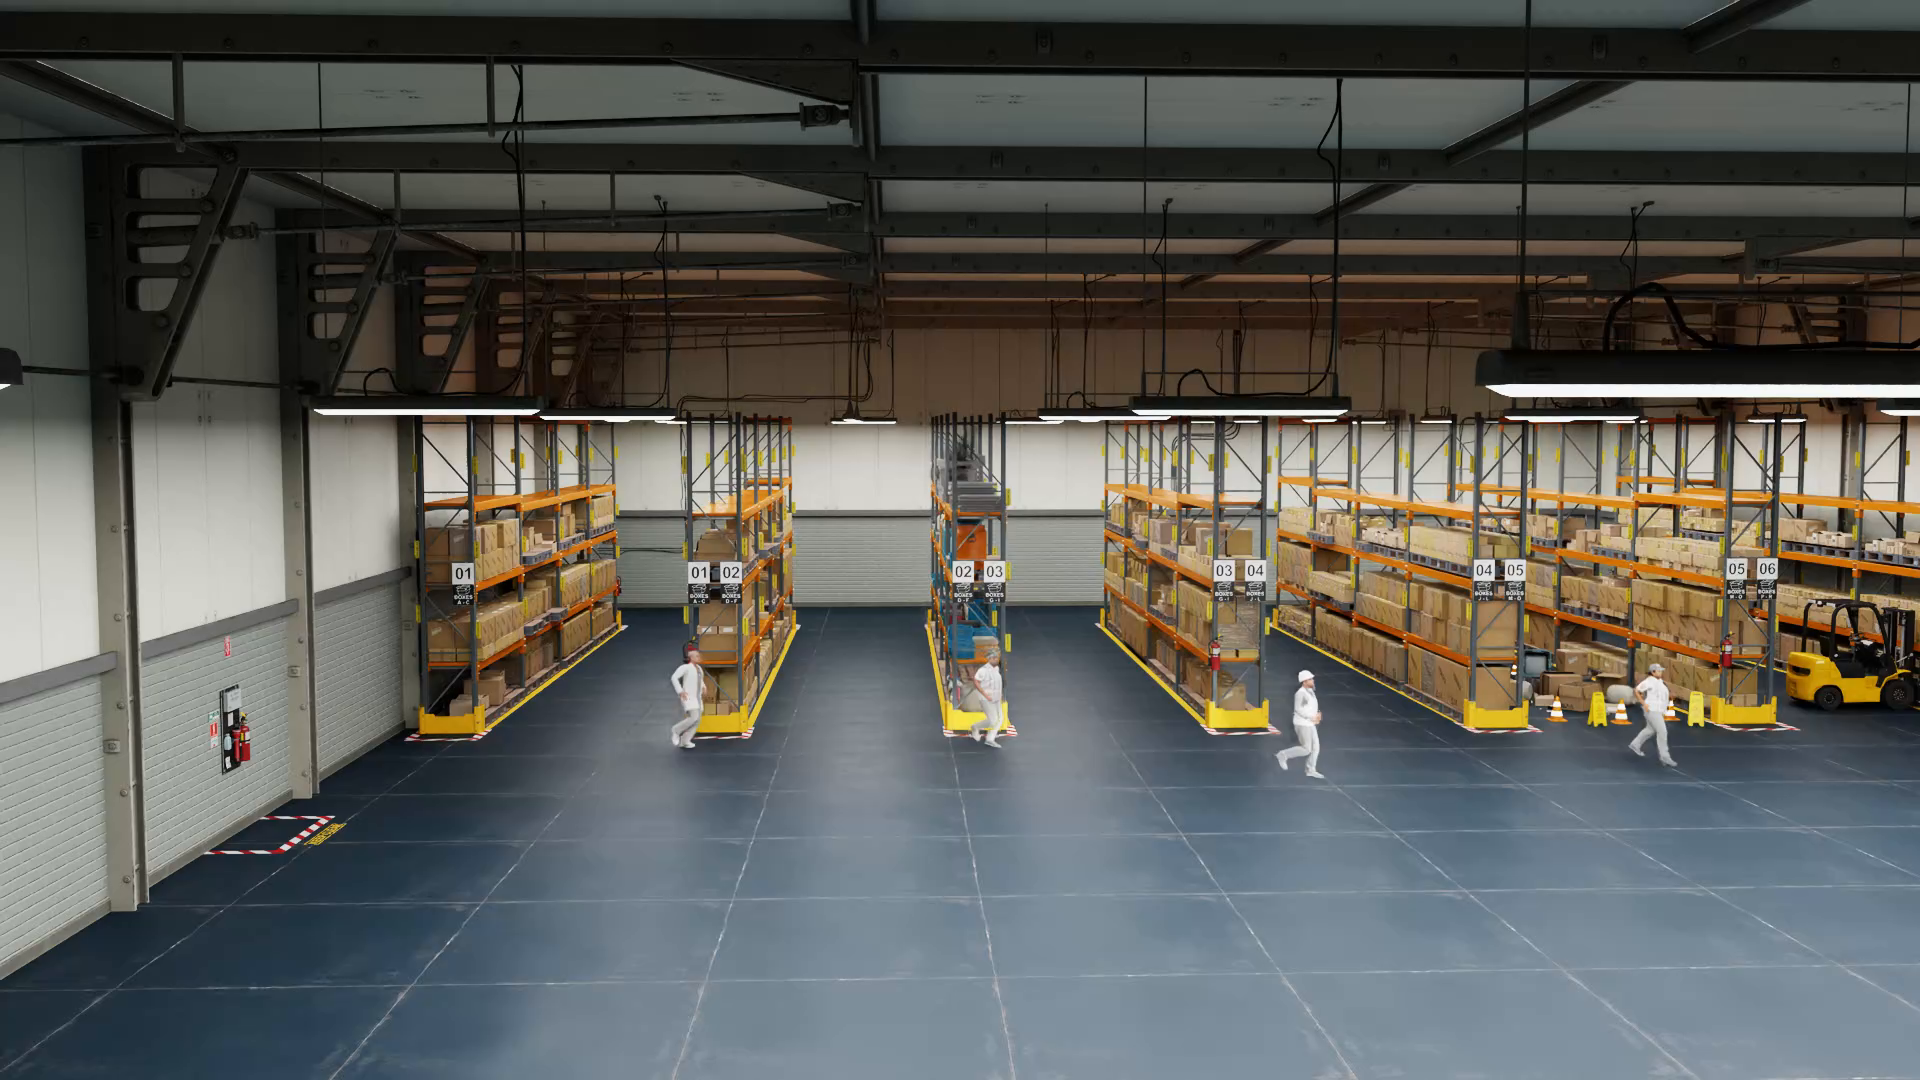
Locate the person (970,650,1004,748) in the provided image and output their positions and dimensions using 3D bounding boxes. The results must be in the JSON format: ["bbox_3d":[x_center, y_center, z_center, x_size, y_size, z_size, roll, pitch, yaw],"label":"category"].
[{"bbox_3d":[0.491,2.841,29.832,0.577,1.755,0.687,3,5,33],"label":"person"}]

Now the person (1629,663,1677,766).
[{"bbox_3d":[11.841,2.948,28.373,0.878,1.695,0.591,4,5,42],"label":"person"}]

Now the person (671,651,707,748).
[{"bbox_3d":[-4.812,2.843,29.825,0.587,1.703,0.747,2,4,24],"label":"person"}]

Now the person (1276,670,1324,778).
[{"bbox_3d":[5.607,3.007,27.248,0.758,1.763,0.668,2,4,27],"label":"person"}]
